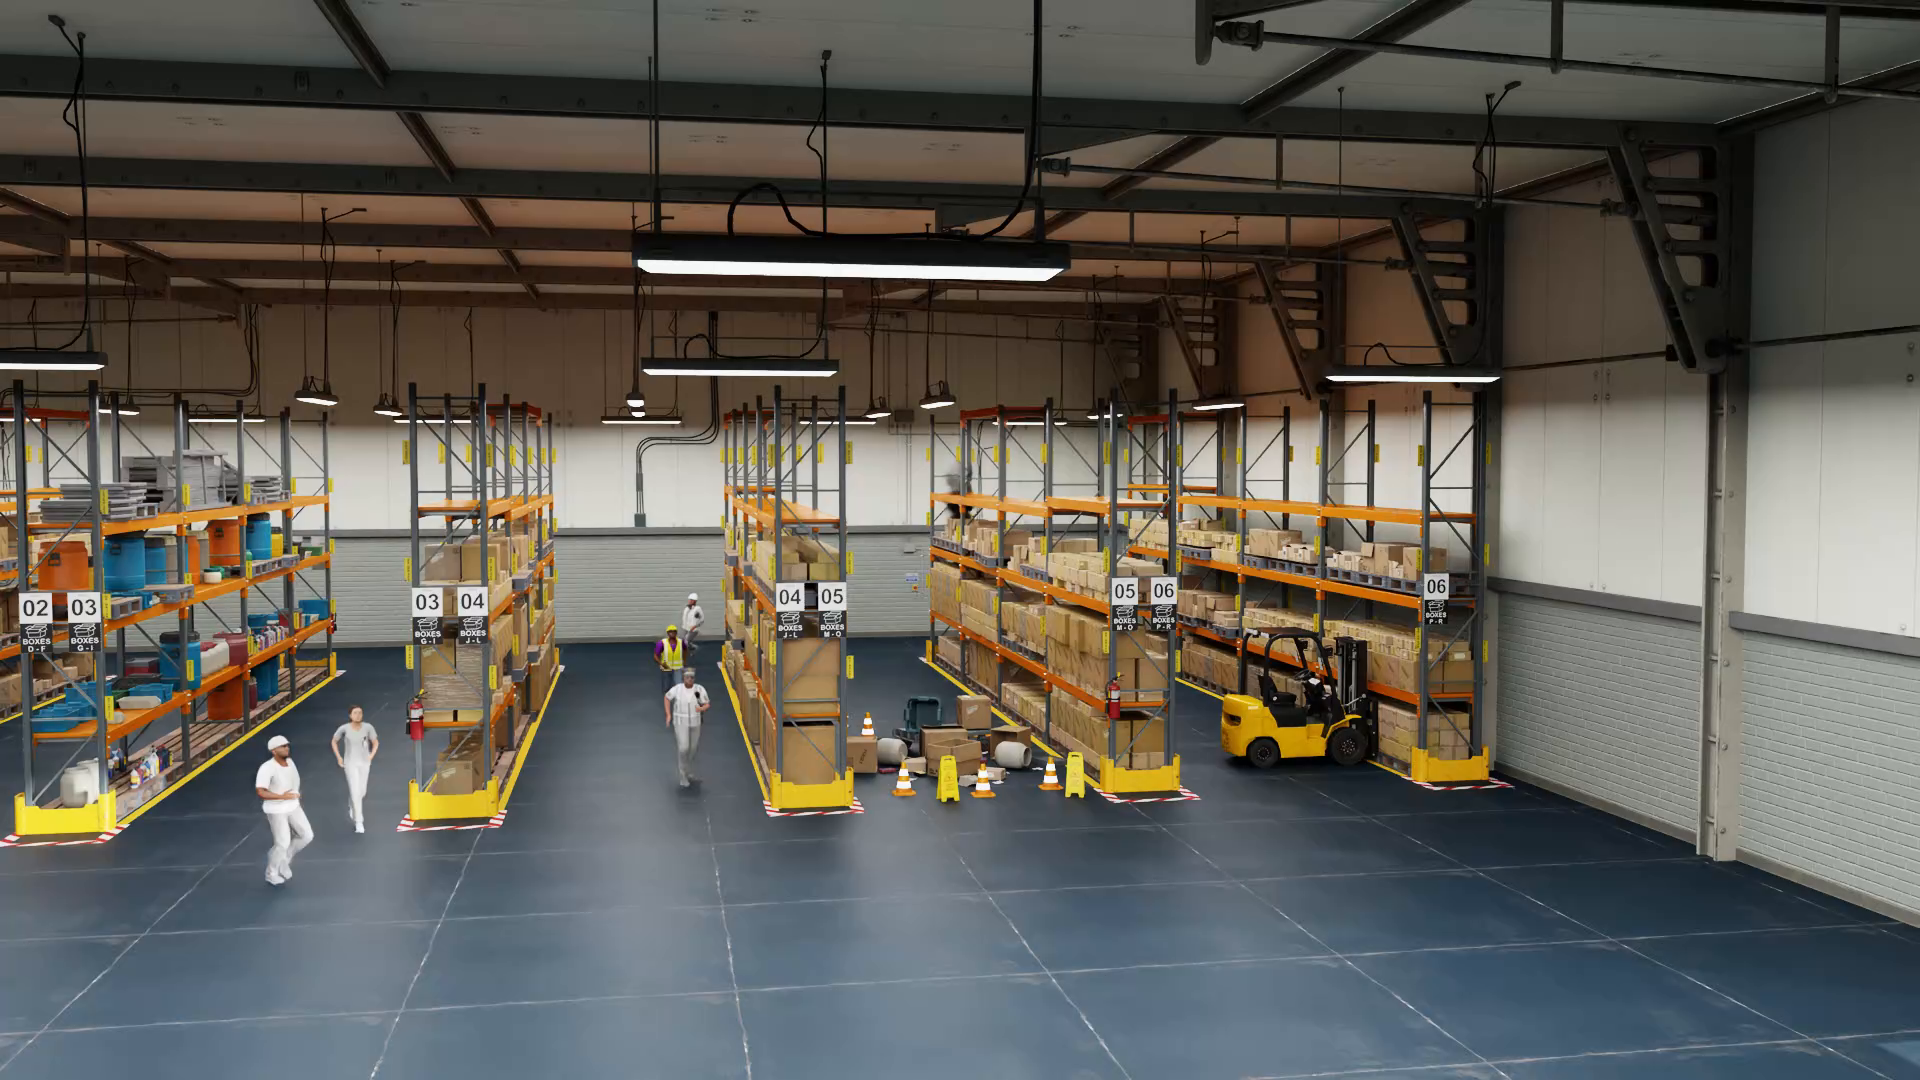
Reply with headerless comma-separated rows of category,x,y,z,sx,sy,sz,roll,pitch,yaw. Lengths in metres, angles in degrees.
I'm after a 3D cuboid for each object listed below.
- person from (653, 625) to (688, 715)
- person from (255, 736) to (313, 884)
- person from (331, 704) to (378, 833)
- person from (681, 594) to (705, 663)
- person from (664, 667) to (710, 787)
person,-5.596,2.518,32.191,0.671,1.757,1.093,-1,3,-13
person,-7.856,3.137,19.360,0.577,1.732,0.761,1,3,16
person,-8.146,3.047,22.432,0.586,1.679,0.846,-2,3,-33
person,-6.438,2.131,40.172,0.725,1.698,0.728,2,4,39
person,-4.144,2.847,25.365,0.628,1.835,0.854,-1,3,-22
